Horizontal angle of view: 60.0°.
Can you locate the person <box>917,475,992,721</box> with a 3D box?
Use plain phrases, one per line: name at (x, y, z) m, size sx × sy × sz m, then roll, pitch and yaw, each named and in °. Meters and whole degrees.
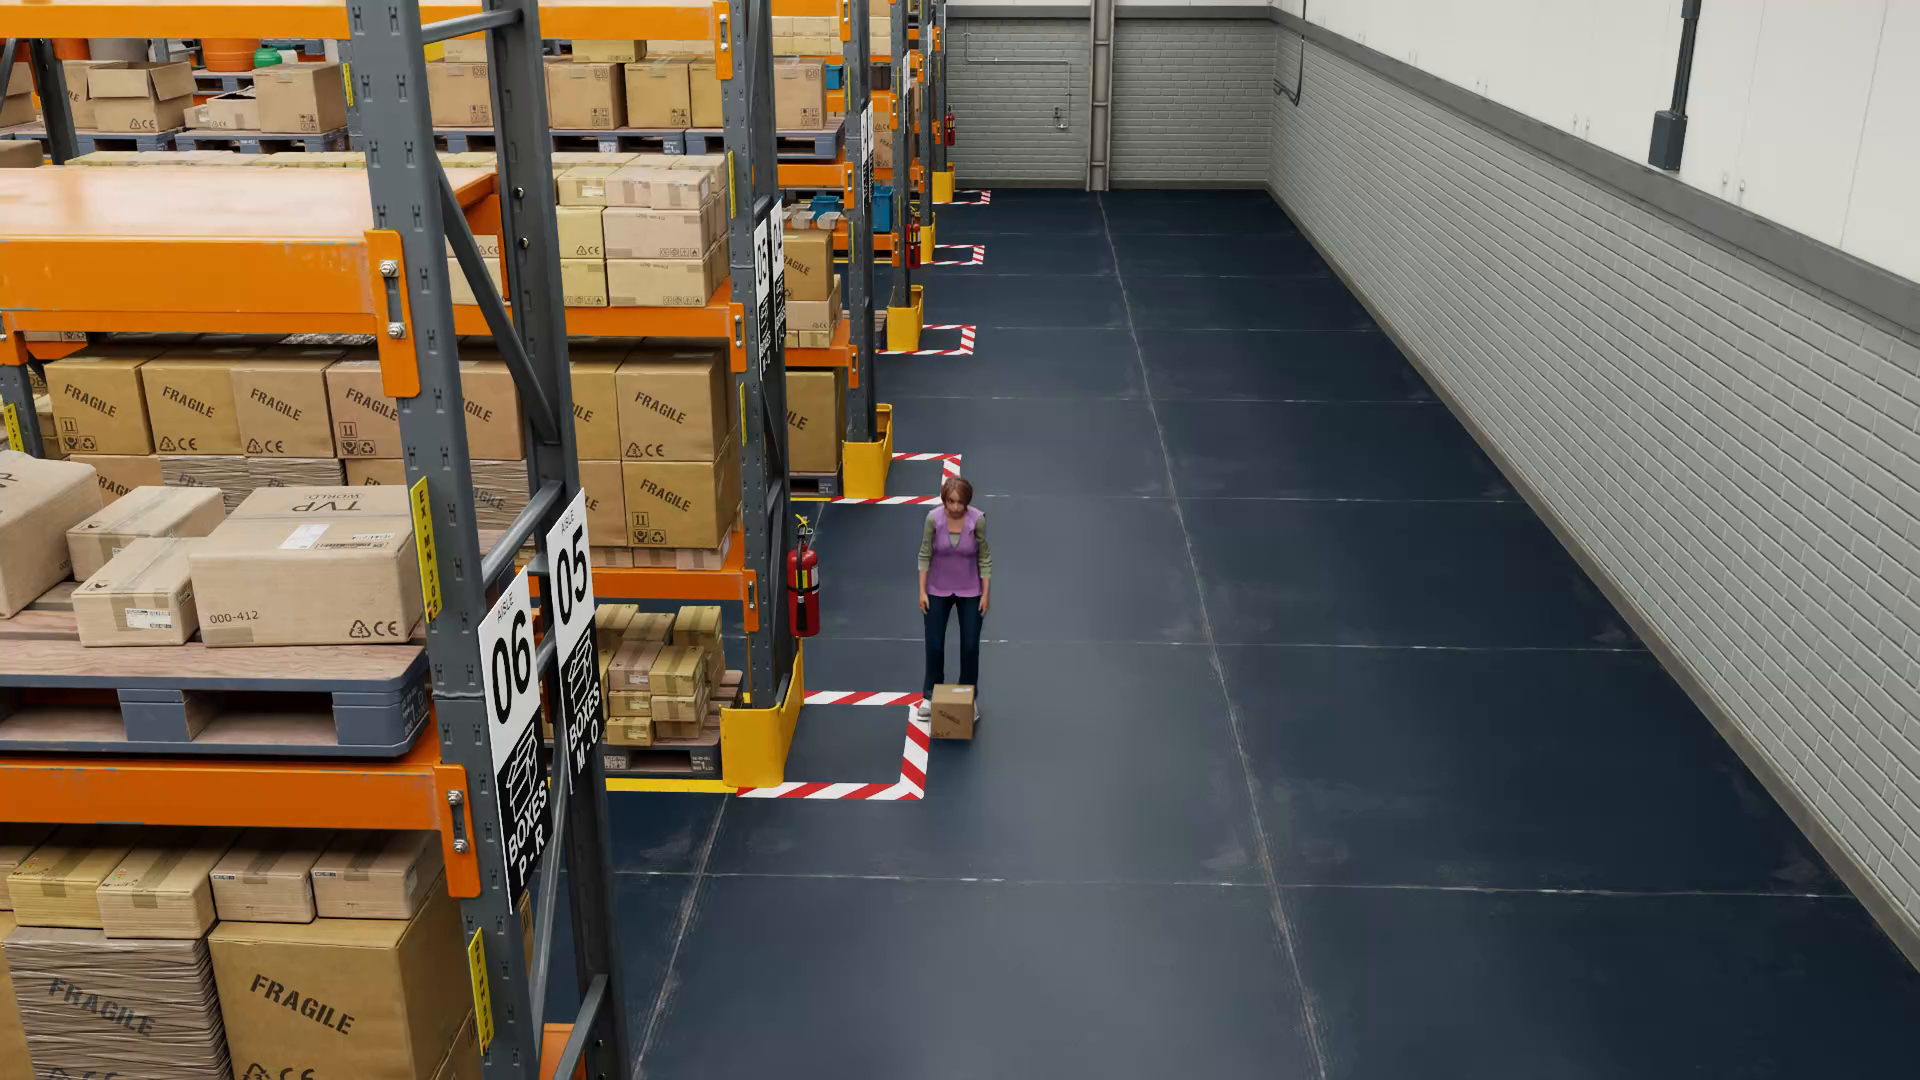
person at (-0.034, 0.342, 10.209) m, size 0.462 × 1.593 × 0.339 m, roll 1°, pitch 21°, yaw 3°
